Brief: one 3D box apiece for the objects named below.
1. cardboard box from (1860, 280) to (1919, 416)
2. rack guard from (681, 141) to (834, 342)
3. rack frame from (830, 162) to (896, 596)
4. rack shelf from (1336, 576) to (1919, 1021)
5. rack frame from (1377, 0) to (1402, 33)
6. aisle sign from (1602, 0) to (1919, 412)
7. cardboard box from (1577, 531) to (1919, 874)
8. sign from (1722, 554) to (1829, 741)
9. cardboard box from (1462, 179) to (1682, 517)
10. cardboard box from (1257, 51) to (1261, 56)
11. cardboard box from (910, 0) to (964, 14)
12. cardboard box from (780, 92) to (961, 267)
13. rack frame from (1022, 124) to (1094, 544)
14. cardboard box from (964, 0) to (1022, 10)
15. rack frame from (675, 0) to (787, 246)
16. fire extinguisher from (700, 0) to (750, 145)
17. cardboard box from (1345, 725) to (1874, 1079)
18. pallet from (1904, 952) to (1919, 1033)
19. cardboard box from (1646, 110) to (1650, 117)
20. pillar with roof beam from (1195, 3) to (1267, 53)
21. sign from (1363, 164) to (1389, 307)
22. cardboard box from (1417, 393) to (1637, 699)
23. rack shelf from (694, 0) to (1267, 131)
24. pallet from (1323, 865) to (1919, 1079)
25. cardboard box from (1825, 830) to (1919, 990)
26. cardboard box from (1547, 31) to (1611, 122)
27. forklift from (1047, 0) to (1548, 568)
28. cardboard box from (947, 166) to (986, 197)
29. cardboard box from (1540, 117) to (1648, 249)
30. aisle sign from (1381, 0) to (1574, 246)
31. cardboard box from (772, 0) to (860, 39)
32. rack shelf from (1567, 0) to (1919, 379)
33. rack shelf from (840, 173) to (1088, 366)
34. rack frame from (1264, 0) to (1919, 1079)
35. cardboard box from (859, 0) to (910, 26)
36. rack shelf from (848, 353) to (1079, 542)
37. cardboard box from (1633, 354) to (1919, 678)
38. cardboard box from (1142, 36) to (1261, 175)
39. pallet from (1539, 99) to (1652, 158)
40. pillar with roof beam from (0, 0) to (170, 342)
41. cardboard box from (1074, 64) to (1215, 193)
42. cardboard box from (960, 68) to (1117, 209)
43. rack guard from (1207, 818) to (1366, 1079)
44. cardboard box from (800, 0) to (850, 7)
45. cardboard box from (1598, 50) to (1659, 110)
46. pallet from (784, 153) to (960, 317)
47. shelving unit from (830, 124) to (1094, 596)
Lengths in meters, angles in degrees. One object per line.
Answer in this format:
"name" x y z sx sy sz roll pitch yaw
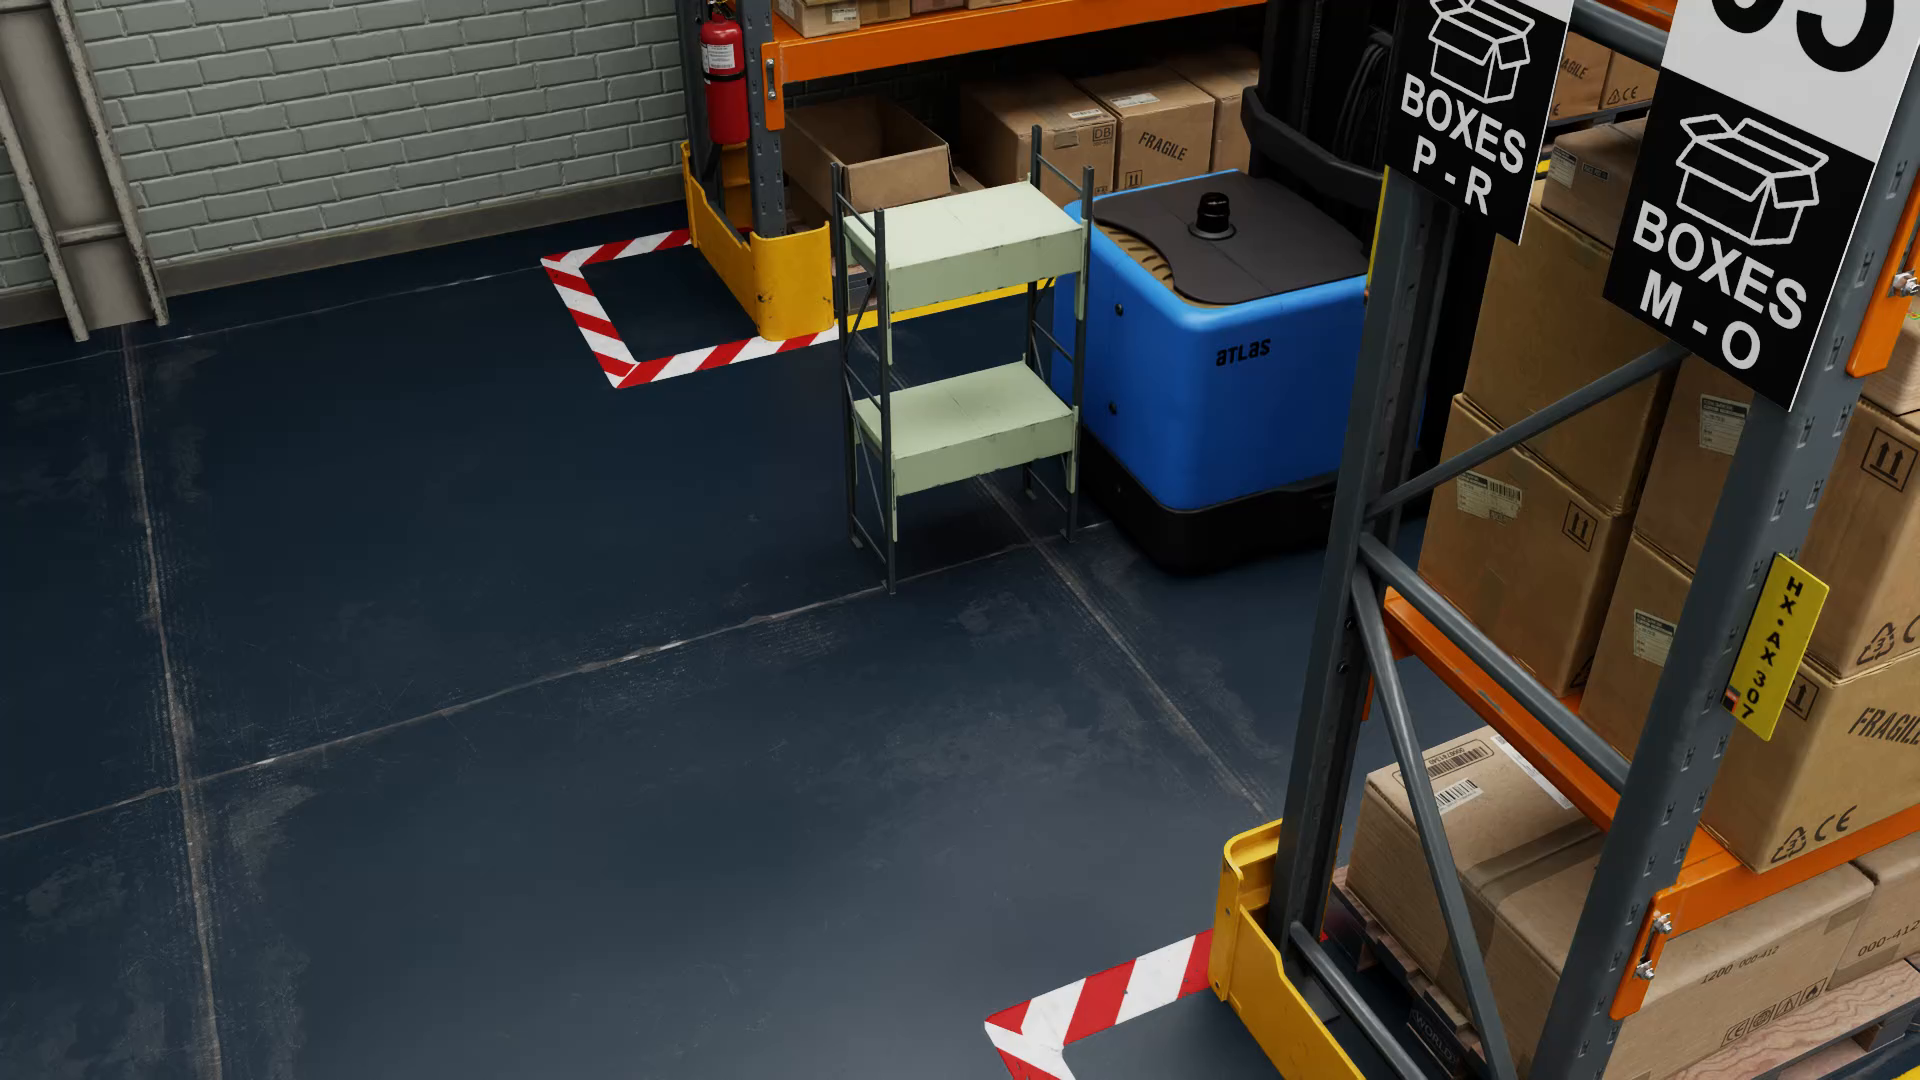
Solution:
"cardboard box" 1.529 -0.386 2.785 0.250 0.149 0.380 -15 39 -19
"rack guard" -0.954 -1.435 7.765 0.348 0.500 1.175 -16 39 -20
"rack frame" -0.325 -0.511 5.681 0.023 1.500 0.400 -16 39 -20
"rack shelf" 2.900 0.039 4.283 4.000 0.370 1.077 -16 39 -20
"rack frame" 2.598 -3.432 8.359 0.127 3.000 1.000 -16 39 -20
"aisle sign" 1.148 -0.613 2.377 0.004 0.787 0.394 -16 39 -20
"cardboard box" 1.646 0.250 3.312 0.500 0.500 0.500 -16 39 -20
"sign" 1.320 0.178 2.699 0.005 0.325 0.100 -16 39 -20
"cardboard box" 1.425 -0.436 3.396 0.500 0.500 0.500 -14 39 -18
"cardboard box" 1.900 -2.481 8.981 0.500 0.311 0.500 -14 39 -18
"cardboard box" -0.175 -2.428 7.217 0.250 0.149 0.380 -16 40 -21
"cardboard box" -0.429 -1.689 7.753 0.637 0.503 0.797 -17 40 -22
"rack frame" 0.337 -0.697 5.930 0.023 1.500 0.400 -16 39 -20
"cardboard box" 0.080 -2.459 7.259 0.250 0.149 0.380 -14 39 -19
"rack frame" -1.023 -2.419 6.994 0.127 3.000 1.000 -16 39 -20
"fire extinguisher" -0.960 -1.952 6.742 0.183 0.674 0.296 -16 39 -20
"cardboard box" 1.645 0.896 4.323 0.875 0.438 0.875 -17 40 -21
"pallet" 2.883 0.825 4.960 1.213 0.211 1.003 -16 39 -20
"cardboard box" 1.549 -0.722 3.238 0.250 0.149 0.380 -15 39 -19
"pillar with roof beam" 3.414 -3.830 3.860 0.400 9.000 9.100 -16 39 -20
"sign" 0.872 -0.600 3.370 0.005 0.325 0.100 -16 39 -20
"cardboard box" 1.414 -0.049 3.714 0.500 0.500 0.500 -15 39 -20
"rack shelf" 0.788 -2.637 7.891 4.000 0.370 1.077 -16 39 -20
"pallet" 1.780 1.132 4.547 1.213 0.211 1.003 -16 39 -20
"cardboard box" 2.469 0.660 4.641 0.875 0.438 0.875 -15 39 -19
"cardboard box" 3.132 -2.598 8.980 0.500 0.500 0.500 -14 39 -18
"forklift" 1.905 -1.659 6.026 3.031 2.935 1.130 -15 39 -19
"cardboard box" -0.028 -1.633 7.975 0.250 0.149 0.380 -17 40 -22
"cardboard box" 1.329 -0.645 3.134 0.250 0.149 0.380 -15 39 -19
"aisle sign" 0.893 -0.937 2.813 0.004 0.787 0.394 -16 39 -20
"cardboard box" -0.609 -2.254 6.982 0.250 0.149 0.380 -16 39 -20
"rack shelf" 2.900 -1.166 3.390 4.000 0.370 1.077 -16 39 -20
"rack shelf" 0.006 -0.918 5.573 0.720 0.370 0.431 -16 39 -20
"rack frame" 1.090 0.256 3.386 0.127 3.000 1.000 -16 39 -20
"cardboard box" -0.398 -2.343 7.102 0.250 0.149 0.380 -15 39 -19
"rack shelf" 0.006 -0.342 6.000 0.720 0.370 0.431 -16 39 -20
"cardboard box" 1.645 -0.153 3.015 0.500 0.500 0.500 -16 40 -21
"cardboard box" 1.301 -2.146 8.371 0.500 0.500 0.700 -17 40 -22
"pallet" 3.318 -2.538 9.495 1.213 0.211 1.003 -16 39 -20
"pillar with roof beam" -2.017 -2.311 1.812 0.400 9.000 9.100 -16 39 -20
"cardboard box" 0.883 -1.963 8.125 0.500 0.500 0.500 -15 39 -19
"cardboard box" 0.361 -1.883 8.017 0.500 0.500 0.700 -14 39 -18
"rack guard" 1.068 1.266 4.123 0.348 0.500 1.175 -16 39 -20
"cardboard box" -0.498 -2.448 6.909 0.500 0.250 0.500 -15 39 -20
"cardboard box" 3.609 -2.738 9.169 0.500 0.500 0.500 -16 40 -21
"pallet" -0.233 -1.521 8.124 1.213 0.211 1.003 -16 39 -20
"shelving unit" 0.006 -0.604 5.805 0.755 1.500 0.431 -16 39 -20
